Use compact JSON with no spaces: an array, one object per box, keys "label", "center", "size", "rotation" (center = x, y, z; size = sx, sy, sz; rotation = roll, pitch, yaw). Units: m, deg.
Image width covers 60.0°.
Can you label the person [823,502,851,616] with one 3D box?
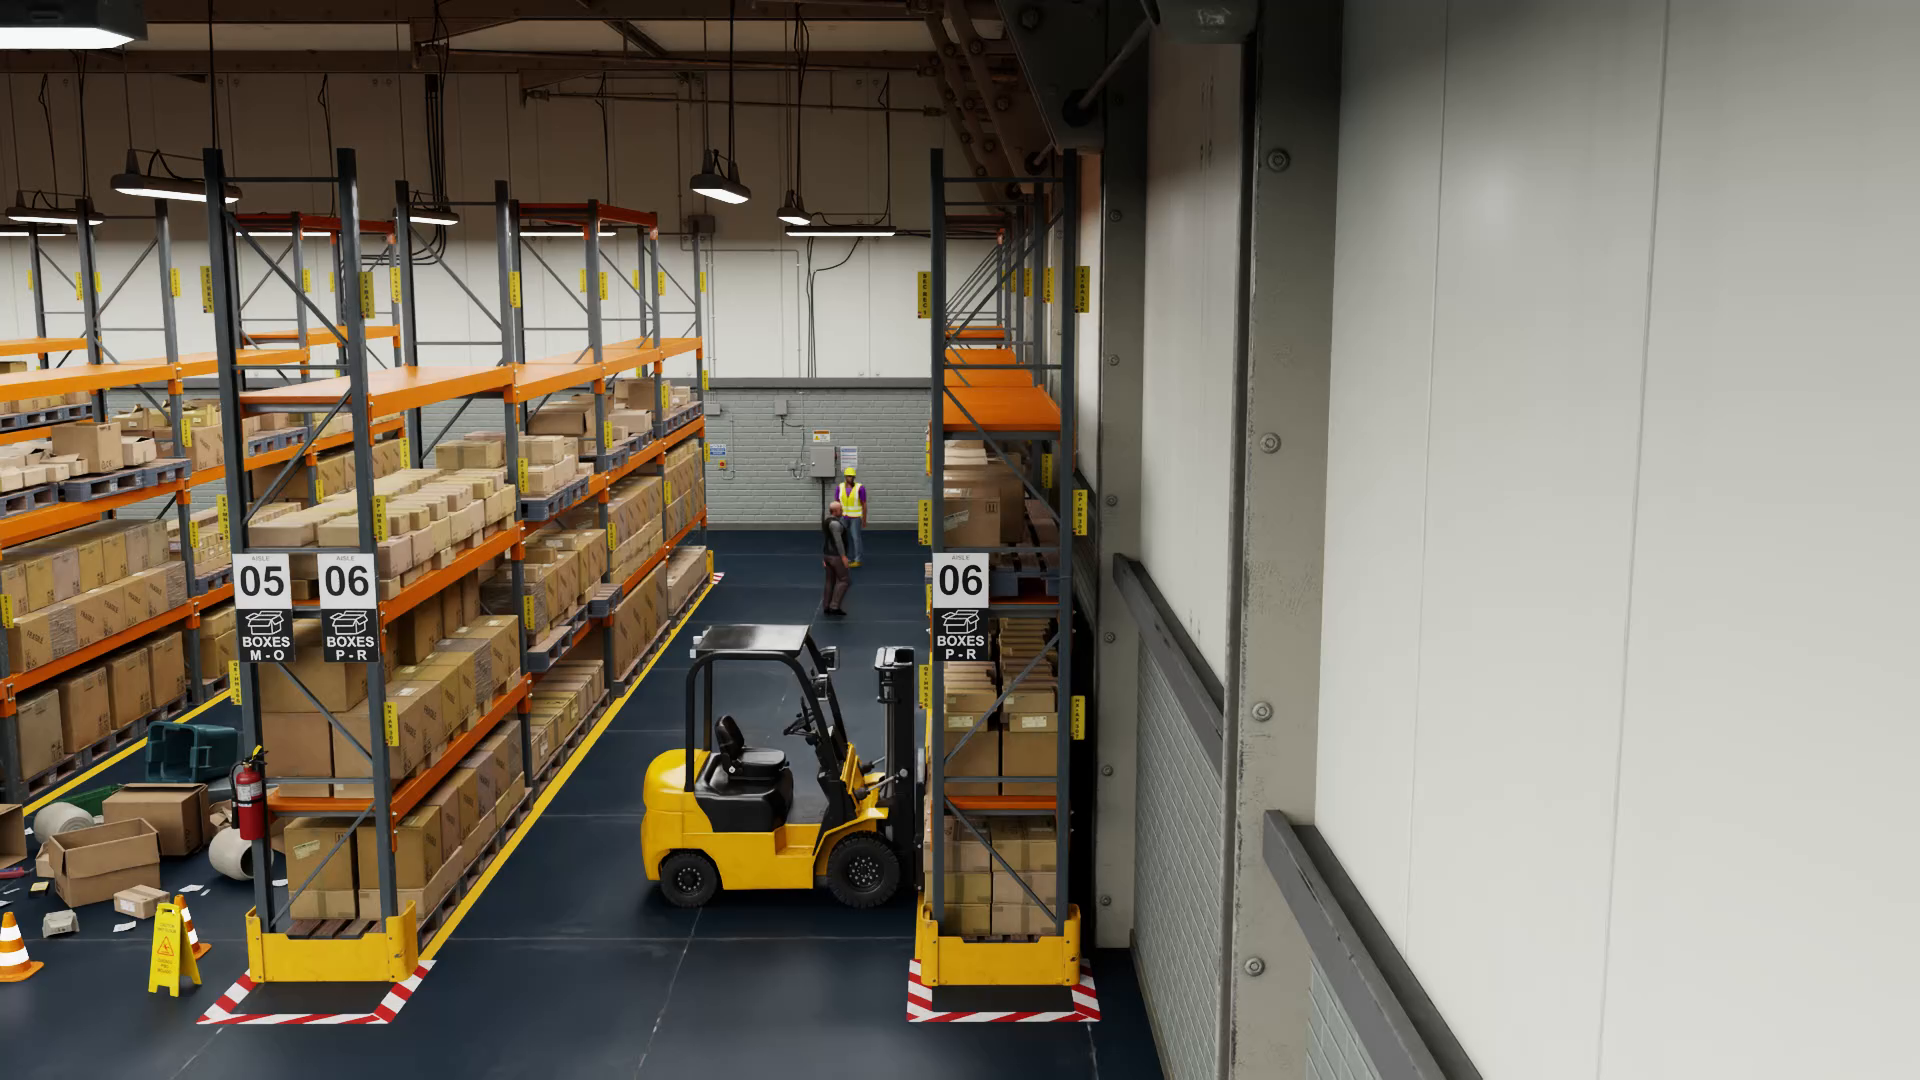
[{"label":"person","center":[-1.881,0.284,25.235],"size":[0.362,1.723,0.584],"rotation":[-4,10,-22]}]

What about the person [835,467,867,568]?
[{"label":"person","center":[-1.976,-0.402,29.428],"size":[0.573,1.767,0.458],"rotation":[4,10,25]}]
